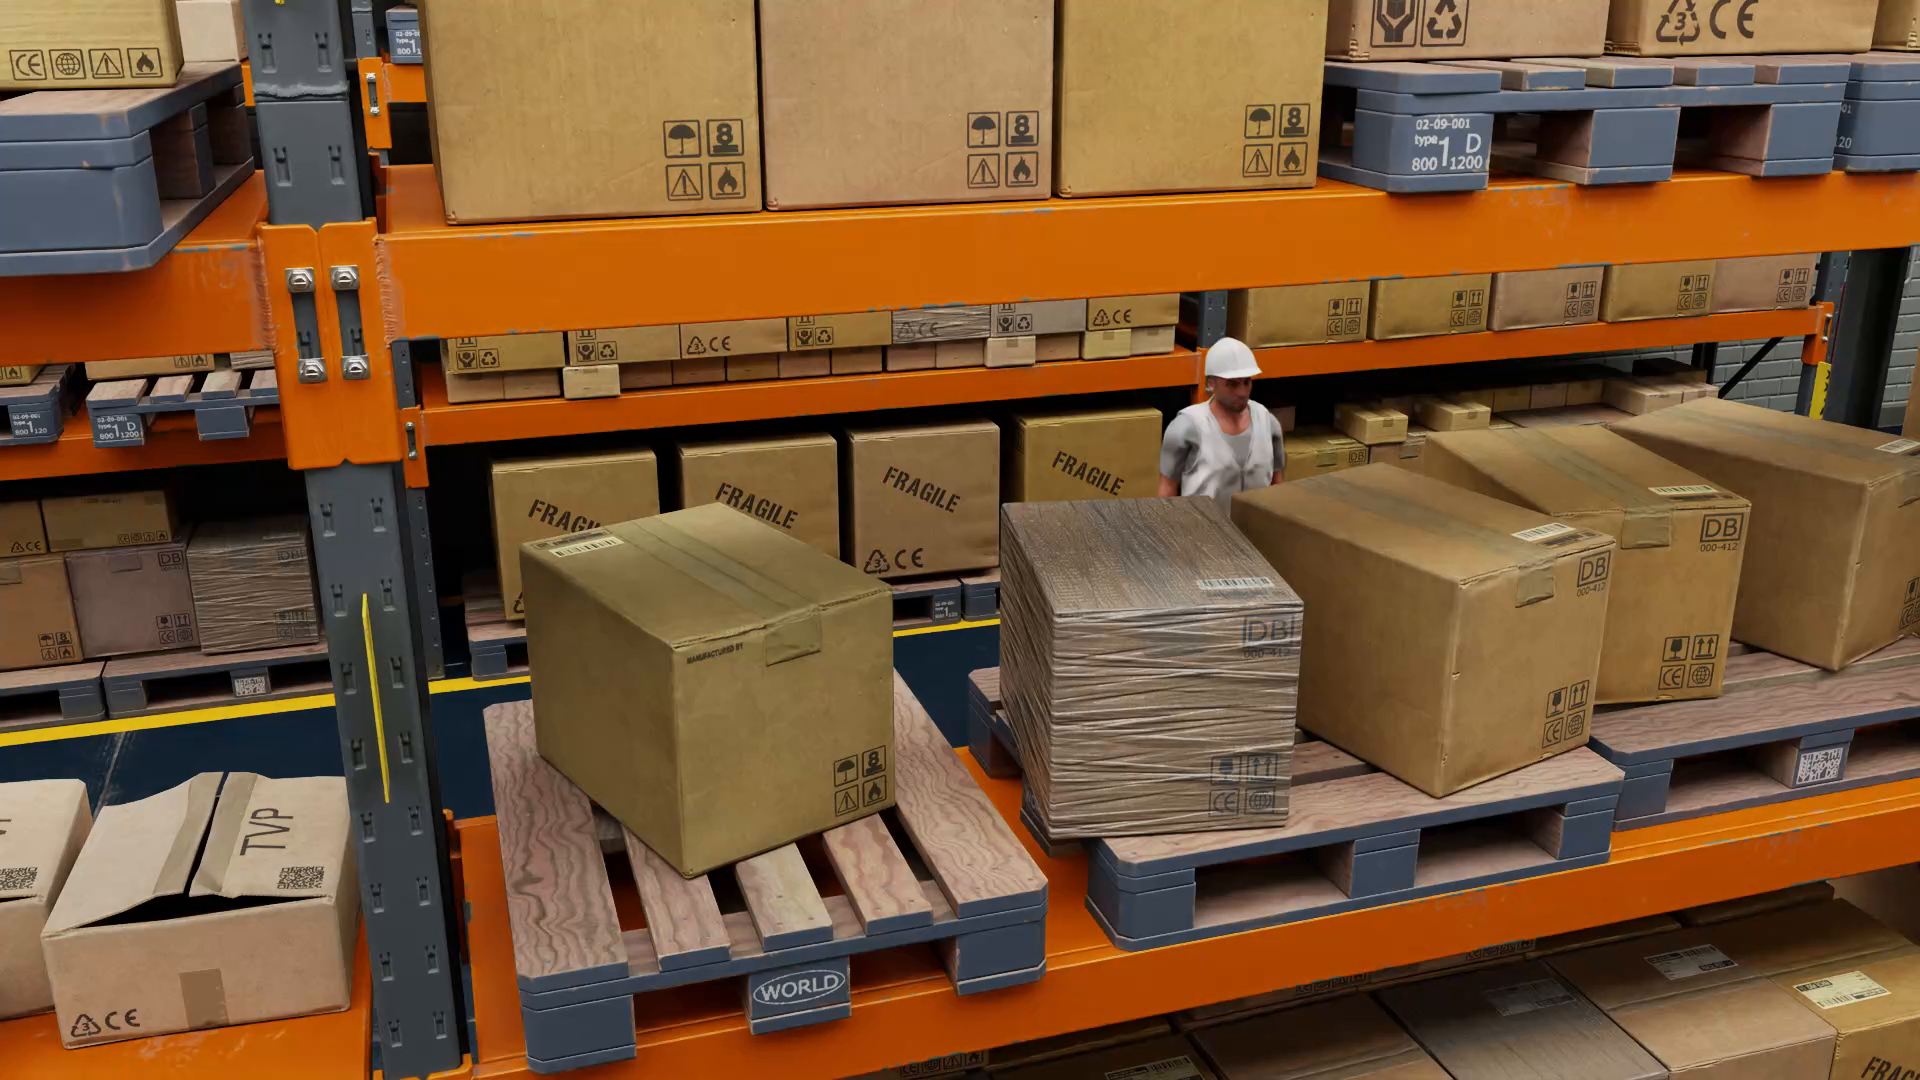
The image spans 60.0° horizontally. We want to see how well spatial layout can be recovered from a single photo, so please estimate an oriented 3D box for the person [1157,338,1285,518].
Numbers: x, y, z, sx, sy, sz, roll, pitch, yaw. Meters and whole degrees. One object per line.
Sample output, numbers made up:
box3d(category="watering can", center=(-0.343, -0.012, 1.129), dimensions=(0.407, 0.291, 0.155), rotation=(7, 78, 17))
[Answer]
box3d(category="person", center=(1.149, 0.078, 6.771), dimensions=(0.588, 1.787, 0.584), rotation=(-8, 21, -22))
